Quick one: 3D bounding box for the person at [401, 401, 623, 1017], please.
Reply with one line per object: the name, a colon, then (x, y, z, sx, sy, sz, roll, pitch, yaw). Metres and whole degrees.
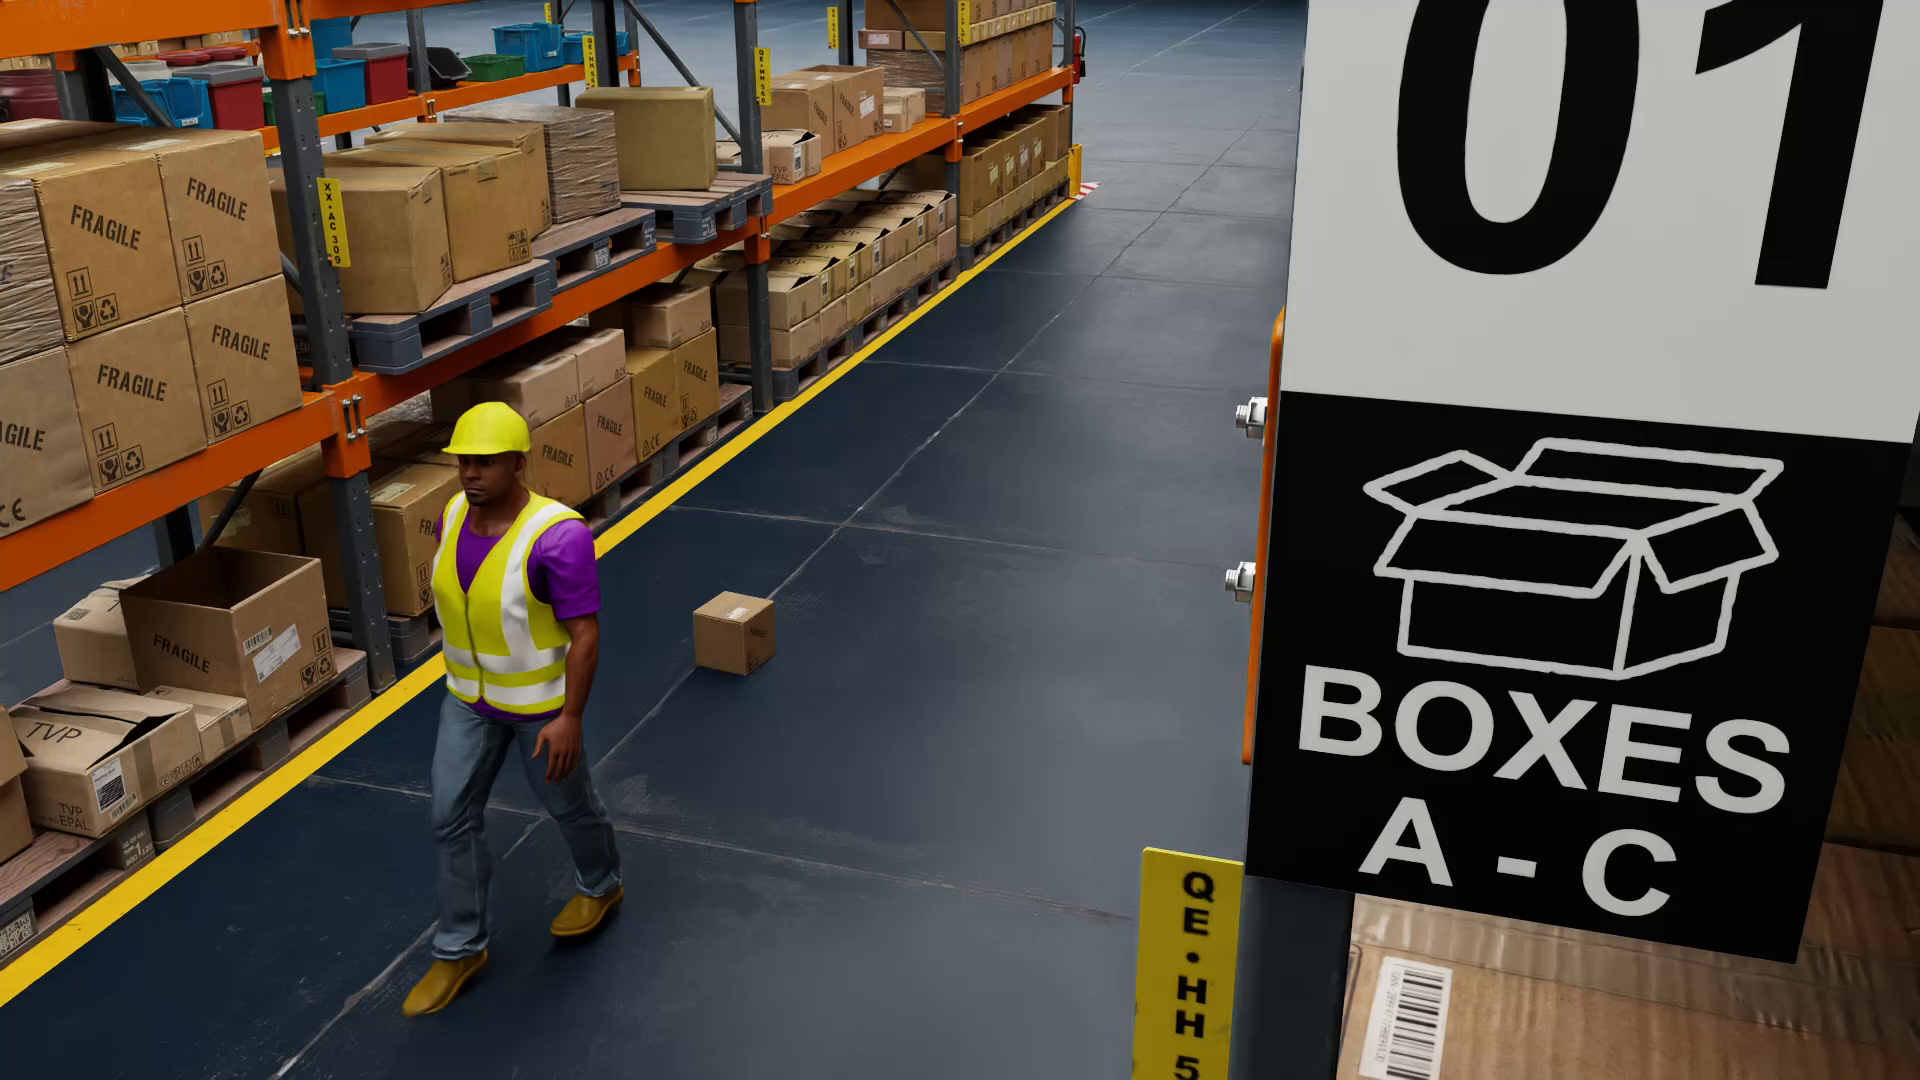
person: (-1.328, 0.490, 4.843, 0.624, 1.799, 0.762, 9, 24, 22)
